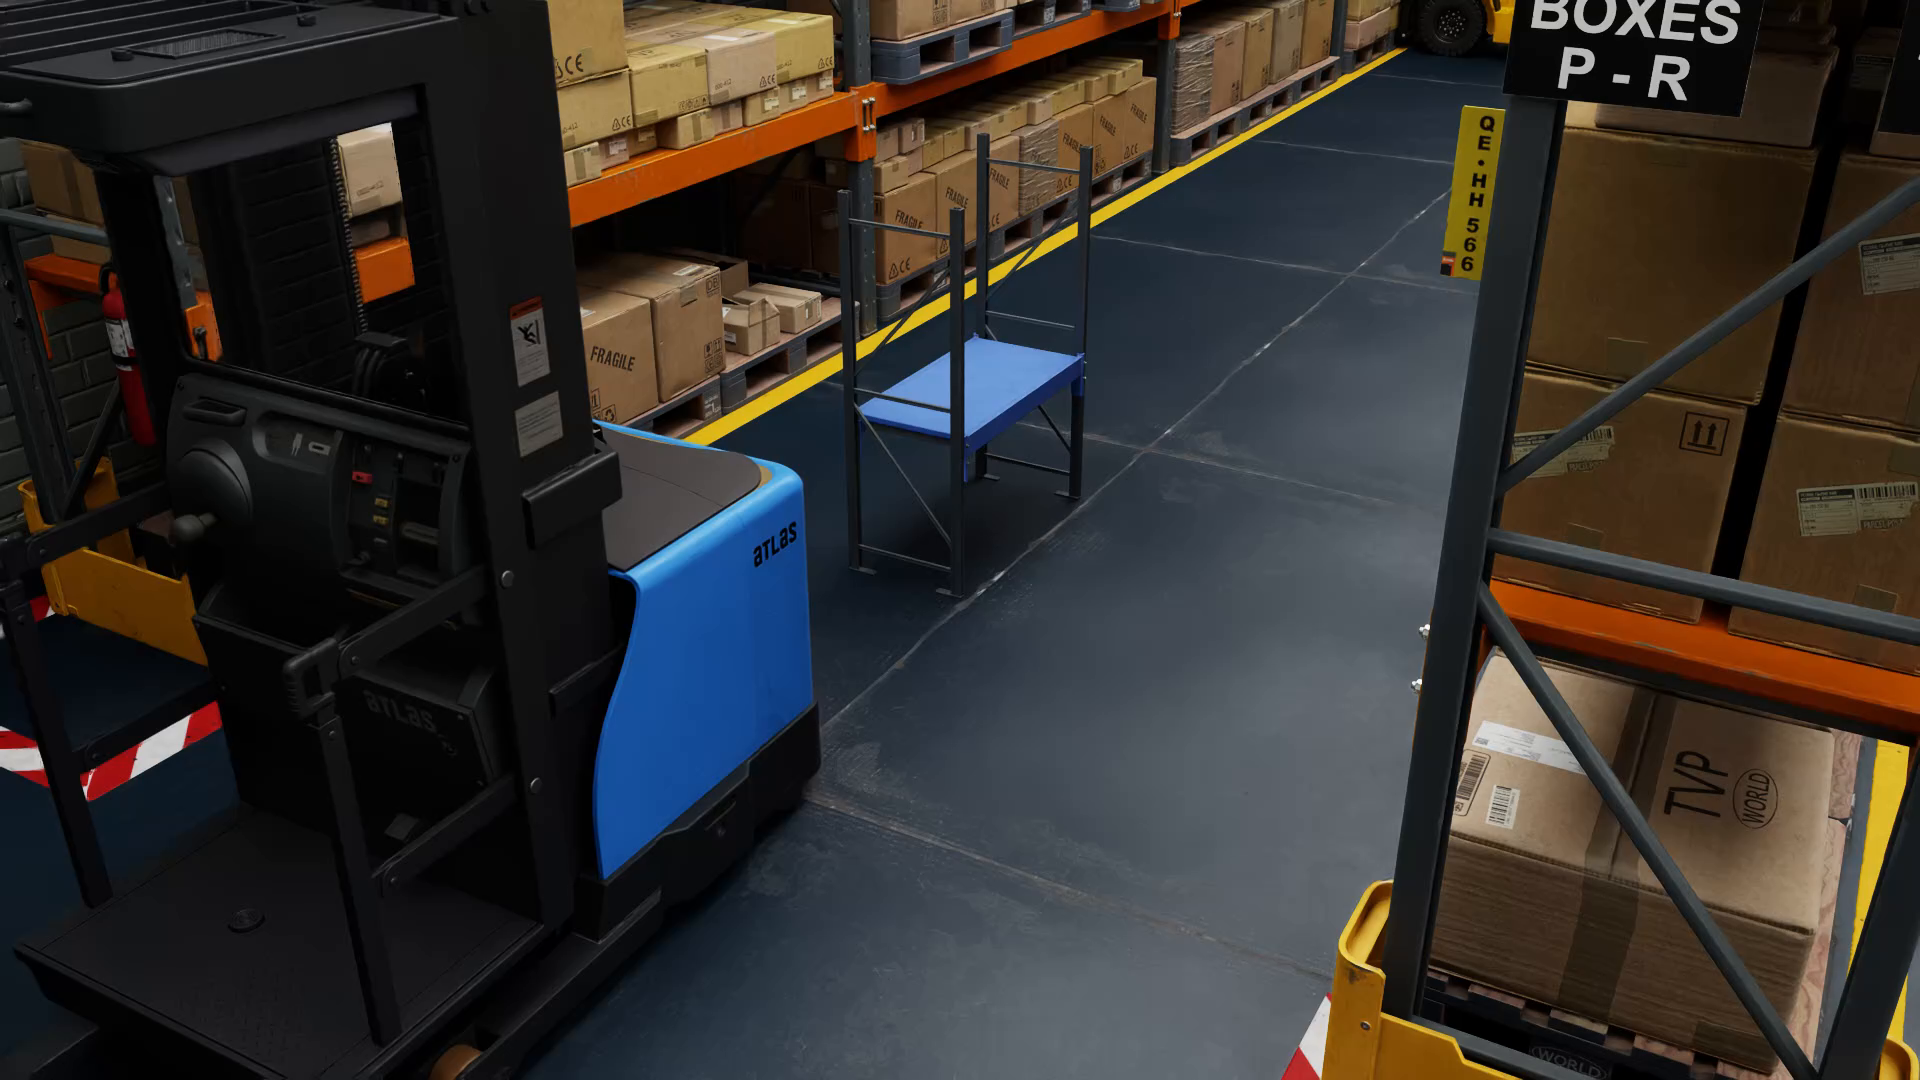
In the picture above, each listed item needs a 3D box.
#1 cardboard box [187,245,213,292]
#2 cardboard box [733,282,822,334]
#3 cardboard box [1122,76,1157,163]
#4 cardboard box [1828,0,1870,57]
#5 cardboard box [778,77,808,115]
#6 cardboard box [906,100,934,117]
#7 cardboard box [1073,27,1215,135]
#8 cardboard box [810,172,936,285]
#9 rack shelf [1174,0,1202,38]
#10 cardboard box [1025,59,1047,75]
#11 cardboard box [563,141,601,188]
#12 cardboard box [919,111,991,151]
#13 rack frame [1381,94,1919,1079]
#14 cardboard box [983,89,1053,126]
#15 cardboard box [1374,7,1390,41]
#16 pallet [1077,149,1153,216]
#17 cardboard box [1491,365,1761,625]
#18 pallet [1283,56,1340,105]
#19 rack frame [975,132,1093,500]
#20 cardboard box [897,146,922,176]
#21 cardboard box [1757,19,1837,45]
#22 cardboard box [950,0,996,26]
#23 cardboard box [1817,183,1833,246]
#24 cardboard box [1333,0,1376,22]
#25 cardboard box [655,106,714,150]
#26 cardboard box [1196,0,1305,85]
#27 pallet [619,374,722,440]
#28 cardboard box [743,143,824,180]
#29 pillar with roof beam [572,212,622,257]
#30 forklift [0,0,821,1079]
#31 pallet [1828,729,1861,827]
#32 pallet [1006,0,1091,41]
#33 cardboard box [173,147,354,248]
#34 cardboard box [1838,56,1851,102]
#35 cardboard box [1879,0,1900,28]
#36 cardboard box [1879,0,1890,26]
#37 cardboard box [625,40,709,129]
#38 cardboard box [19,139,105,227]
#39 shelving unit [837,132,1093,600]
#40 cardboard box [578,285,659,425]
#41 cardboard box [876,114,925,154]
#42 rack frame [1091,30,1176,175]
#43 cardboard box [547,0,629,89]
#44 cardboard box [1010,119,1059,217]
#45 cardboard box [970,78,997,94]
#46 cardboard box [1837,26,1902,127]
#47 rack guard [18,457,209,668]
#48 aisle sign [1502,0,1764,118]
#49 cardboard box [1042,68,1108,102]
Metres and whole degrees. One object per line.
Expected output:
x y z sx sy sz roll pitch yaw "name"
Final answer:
-2.479 -0.949 5.575 0.380 0.149 0.250 14 30 26 "cardboard box"
-0.931 -1.184 8.479 0.380 0.149 0.250 13 29 25 "cardboard box"
1.035 -2.969 11.654 0.500 0.500 0.500 15 30 28 "cardboard box"
1.953 -1.267 3.976 0.380 0.149 0.250 14 30 26 "cardboard box"
-0.958 -2.154 7.983 0.380 0.149 0.250 15 30 27 "cardboard box"
-0.383 -2.633 10.258 0.380 0.149 0.250 15 30 27 "cardboard box"
1.374 -3.477 12.529 0.875 0.625 0.625 15 30 28 "cardboard box"
-0.478 -1.762 9.241 0.500 0.500 0.500 16 31 28 "cardboard box"
2.039 -4.569 13.330 1.077 0.370 4.000 14 30 26 "rack shelf"
0.374 -3.239 11.469 0.380 0.149 0.250 15 30 28 "cardboard box"
-1.691 -1.547 6.771 0.380 0.149 0.250 15 30 27 "cardboard box"
-0.040 -2.420 9.833 0.380 0.149 0.250 14 30 26 "cardboard box"
1.443 0.098 3.203 1.000 3.000 0.127 14 30 26 "rack frame"
0.356 -2.713 10.417 0.380 0.149 0.250 13 29 24 "cardboard box"
3.786 -4.945 15.881 0.500 0.250 0.500 13 30 25 "cardboard box"
0.655 -2.582 11.672 1.003 0.211 1.213 14 30 26 "pallet"
1.450 -0.193 3.673 0.500 0.500 0.500 14 30 26 "cardboard box"
2.695 -4.128 14.760 1.003 0.211 1.213 14 30 26 "pallet"
0.292 -0.902 6.876 0.500 1.500 0.032 14 30 26 "rack frame"
-0.435 -2.119 9.230 0.380 0.149 0.250 13 30 25 "cardboard box"
1.549 -0.972 3.388 0.380 0.149 0.250 15 30 27 "cardboard box"
-0.225 -3.126 9.063 0.700 0.500 0.500 15 30 27 "cardboard box"
2.197 -0.792 4.870 0.500 0.500 0.500 15 30 28 "cardboard box"
3.530 -4.973 15.377 0.500 0.250 0.500 14 30 26 "cardboard box"
-1.319 -1.845 7.366 0.380 0.149 0.250 14 30 25 "cardboard box"
2.388 -4.290 14.152 0.875 0.625 0.625 14 30 26 "cardboard box"
-1.850 -0.561 7.635 1.003 0.211 1.213 14 30 26 "pallet"
-0.982 -2.120 9.232 0.380 0.149 0.250 13 29 24 "cardboard box"
1.709 -4.214 5.116 9.100 9.000 0.400 14 30 26 "pillar with roof beam"
-1.586 -0.085 3.646 1.130 2.935 3.031 14 30 26 "forklift"
2.370 0.542 5.431 1.003 0.211 1.213 14 30 26 "pallet"
0.103 -3.267 10.139 1.003 0.211 1.213 14 30 26 "pallet"
-2.422 -1.177 5.586 0.500 0.250 0.500 14 30 26 "cardboard box"
1.951 -1.036 4.241 0.500 0.500 0.500 14 30 26 "cardboard box"
2.667 -1.118 4.404 0.500 0.500 0.500 14 30 26 "cardboard box"
2.712 -1.625 5.417 0.500 0.500 0.500 14 30 25 "cardboard box"
-1.441 -1.976 7.182 0.500 0.250 0.500 14 30 26 "cardboard box"
-2.885 -1.297 5.826 0.500 0.250 0.500 15 30 28 "cardboard box"
0.042 -0.704 6.481 0.538 1.500 1.048 14 30 26 "shelving unit"
-1.695 -0.790 7.300 0.500 0.500 0.500 15 30 27 "cardboard box"
-0.418 -2.239 9.138 0.380 0.149 0.250 13 29 24 "cardboard box"
1.055 -4.111 11.612 1.000 3.000 0.127 14 30 26 "rack frame"
-1.685 -2.097 6.586 0.500 0.500 0.500 15 30 27 "cardboard box"
0.285 -2.366 10.448 0.500 0.500 0.500 13 29 24 "cardboard box"
0.020 -2.927 10.844 0.380 0.149 0.250 14 30 25 "cardboard box"
1.926 -0.879 3.202 0.380 0.149 0.250 15 30 27 "cardboard box"
-2.843 0.095 6.003 1.175 0.500 0.348 14 30 26 "rack guard"
1.138 -1.105 2.702 0.394 0.787 0.004 14 30 26 "aisle sign"
0.758 -3.017 11.025 0.380 0.149 0.250 13 29 24 "cardboard box"
